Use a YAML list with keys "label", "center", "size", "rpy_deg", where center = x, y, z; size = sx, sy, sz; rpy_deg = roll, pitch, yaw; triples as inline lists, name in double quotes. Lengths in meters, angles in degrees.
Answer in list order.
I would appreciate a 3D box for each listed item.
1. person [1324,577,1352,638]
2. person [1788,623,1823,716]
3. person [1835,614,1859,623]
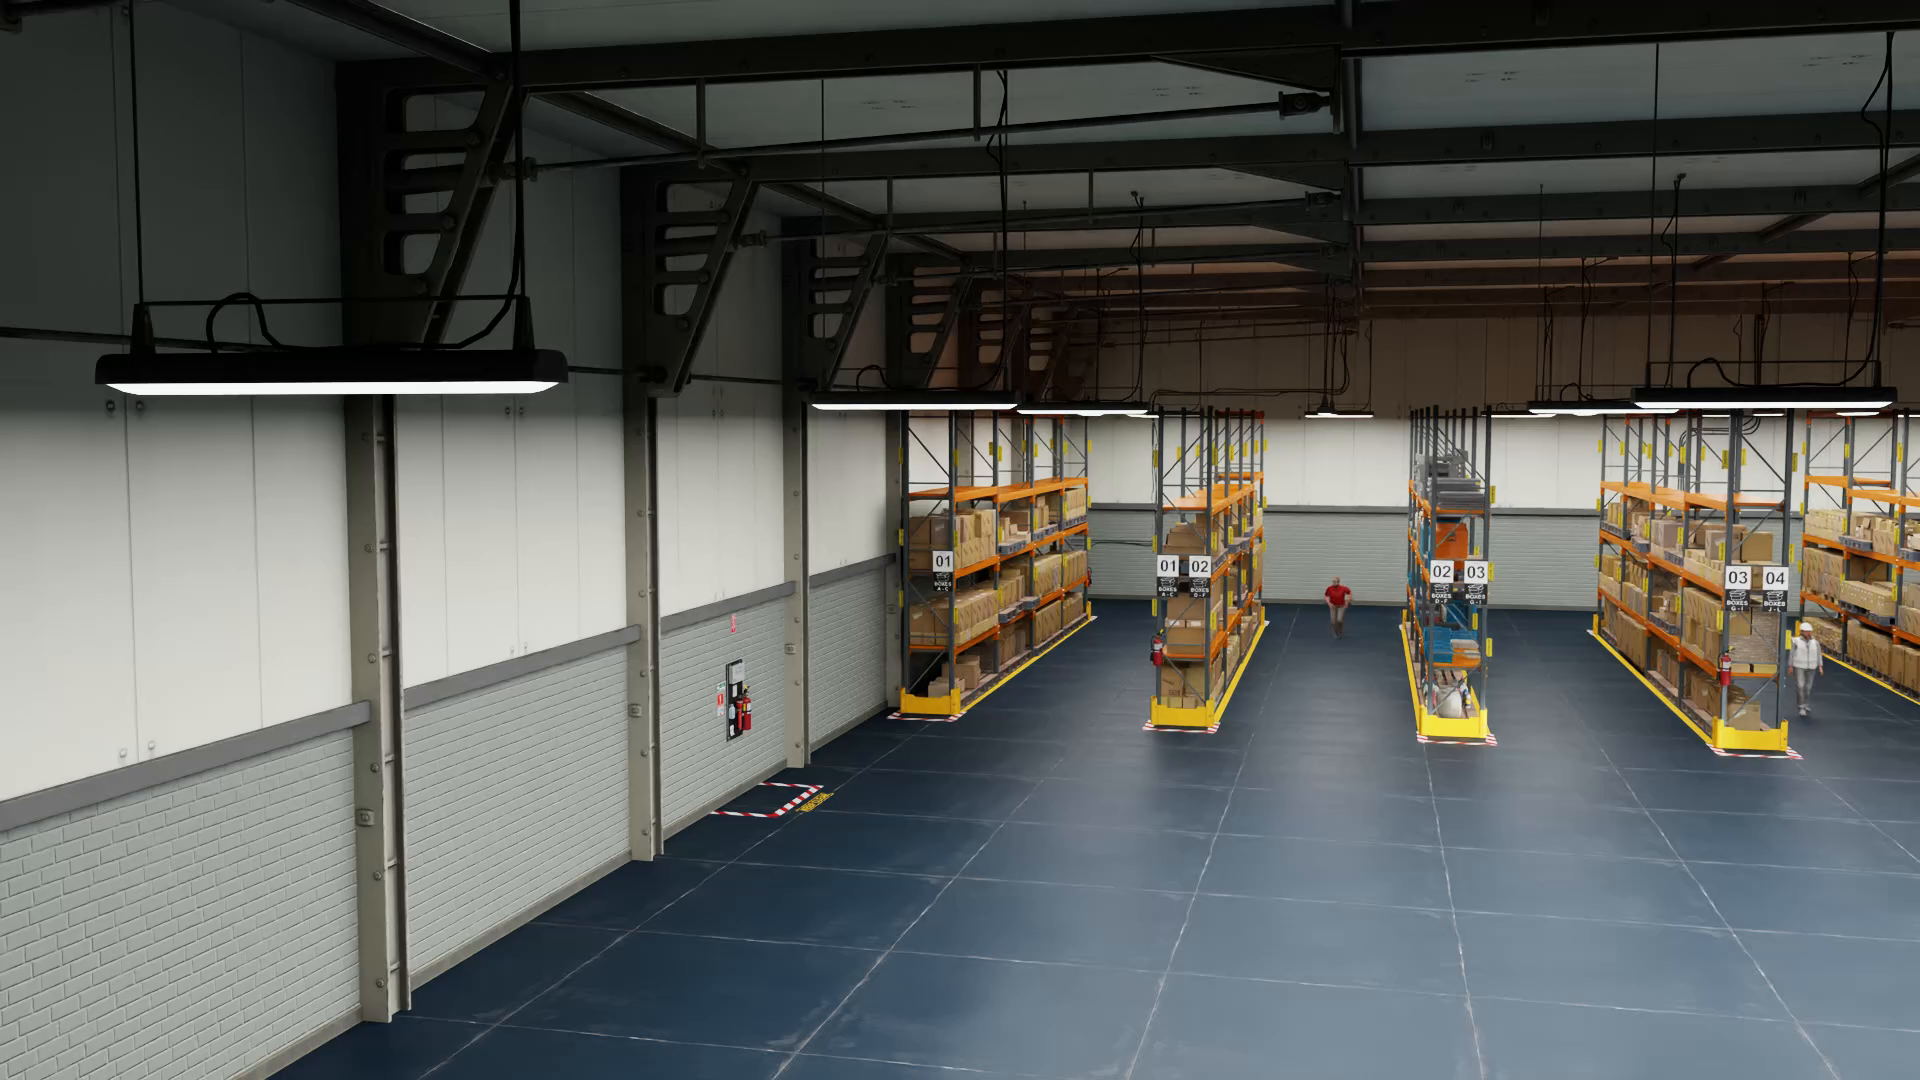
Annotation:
- label: "person"
  center: [9.934, 1.780, 43.650]
  size: [0.706, 1.636, 0.722]
  rpy_deg: [2, 4, 22]
- label: "person"
  center: [16.545, 2.509, 32.521]
  size: [0.595, 1.788, 0.648]
  rpy_deg: [1, 4, 8]
- label: "person"
  center: [24.113, 1.629, 45.039]
  size: [0.979, 1.712, 0.562]
  rpy_deg: [4, 5, 41]
